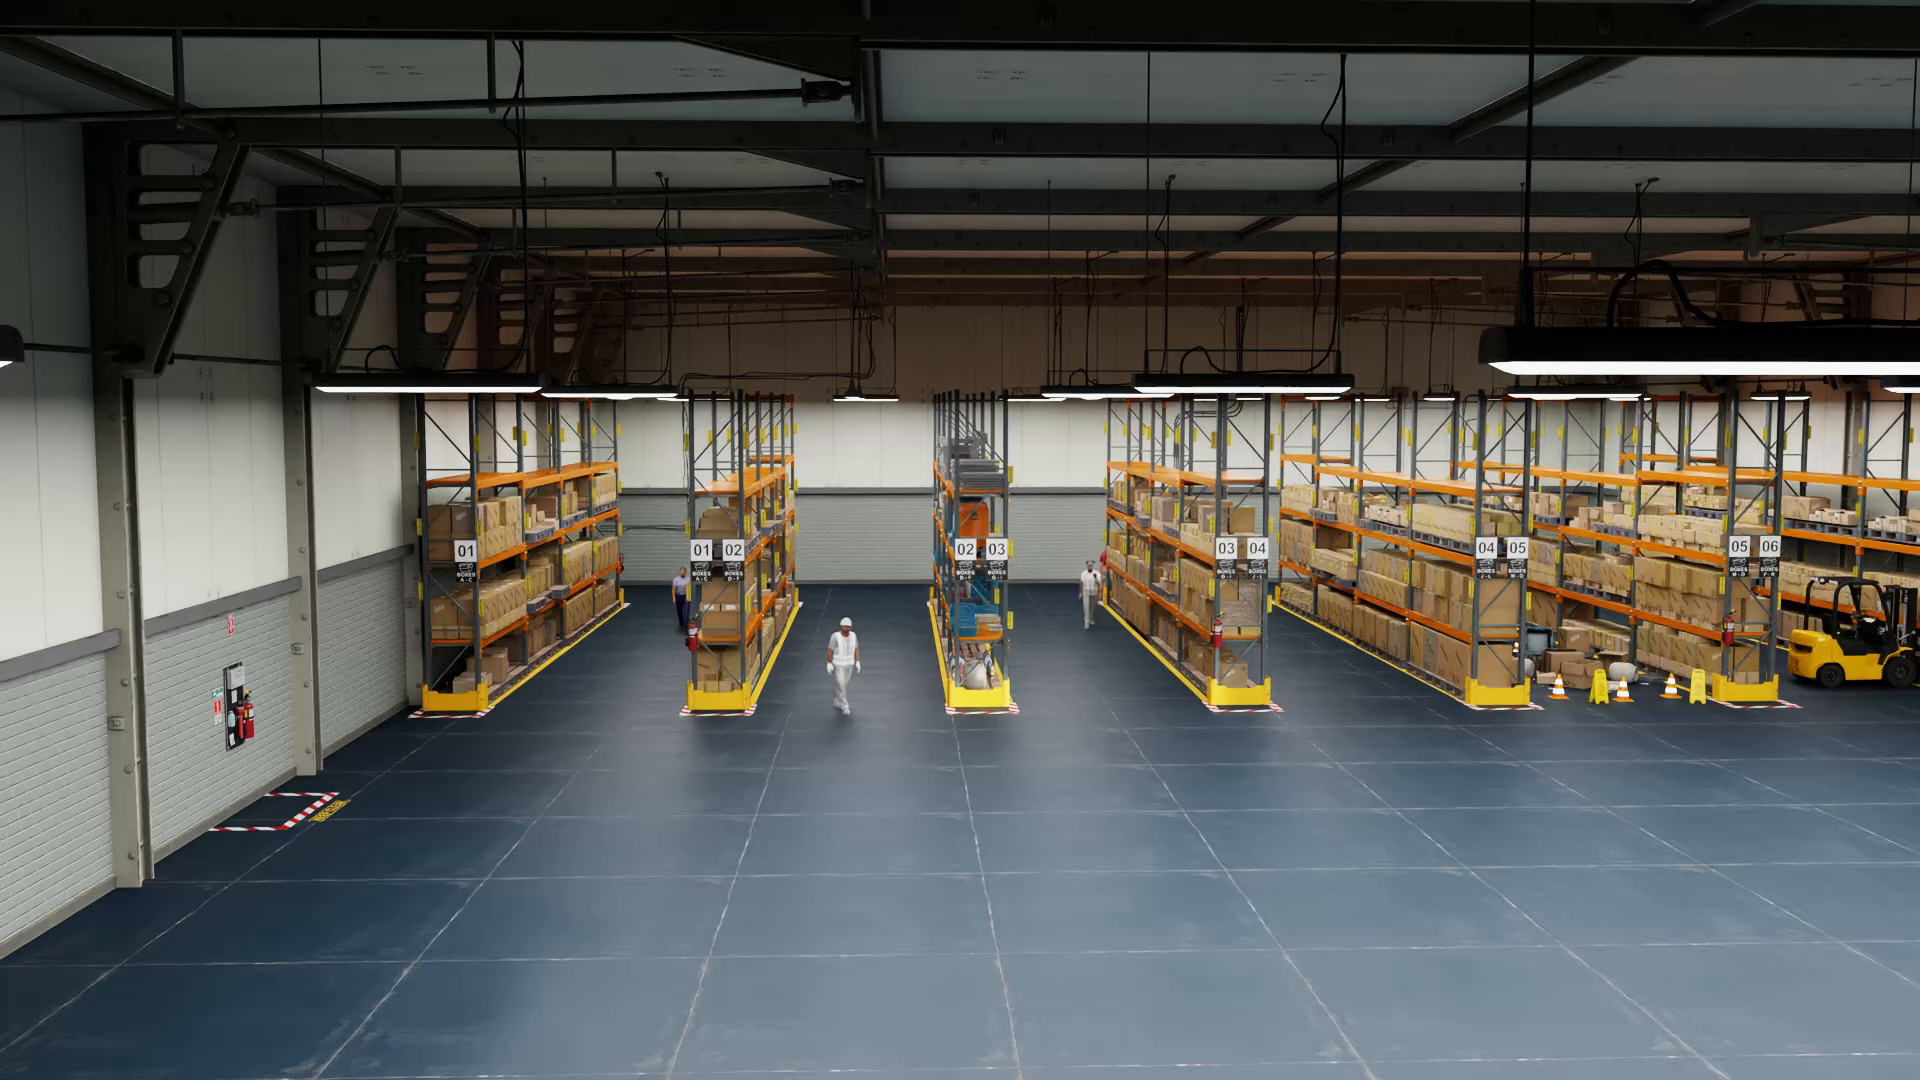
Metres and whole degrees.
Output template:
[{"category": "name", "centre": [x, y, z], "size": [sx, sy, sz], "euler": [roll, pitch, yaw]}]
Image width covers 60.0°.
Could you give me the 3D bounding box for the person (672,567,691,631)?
[{"category": "person", "centre": [-7.051, 1.490, 42.146], "size": [0.487, 1.568, 1.053], "euler": [0, 5, -4]}]

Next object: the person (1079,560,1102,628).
[{"category": "person", "centre": [3.345, 1.362, 42.638], "size": [0.576, 1.704, 1.048], "euler": [0, 5, 1]}]

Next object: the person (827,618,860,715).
[{"category": "person", "centre": [-2.128, 2.308, 30.891], "size": [0.576, 1.736, 0.944], "euler": [-4, 6, -37]}]

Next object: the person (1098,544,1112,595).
[{"category": "person", "centre": [4.417, 0.895, 49.203], "size": [0.991, 1.617, 0.518], "euler": [3, 6, 36]}]
